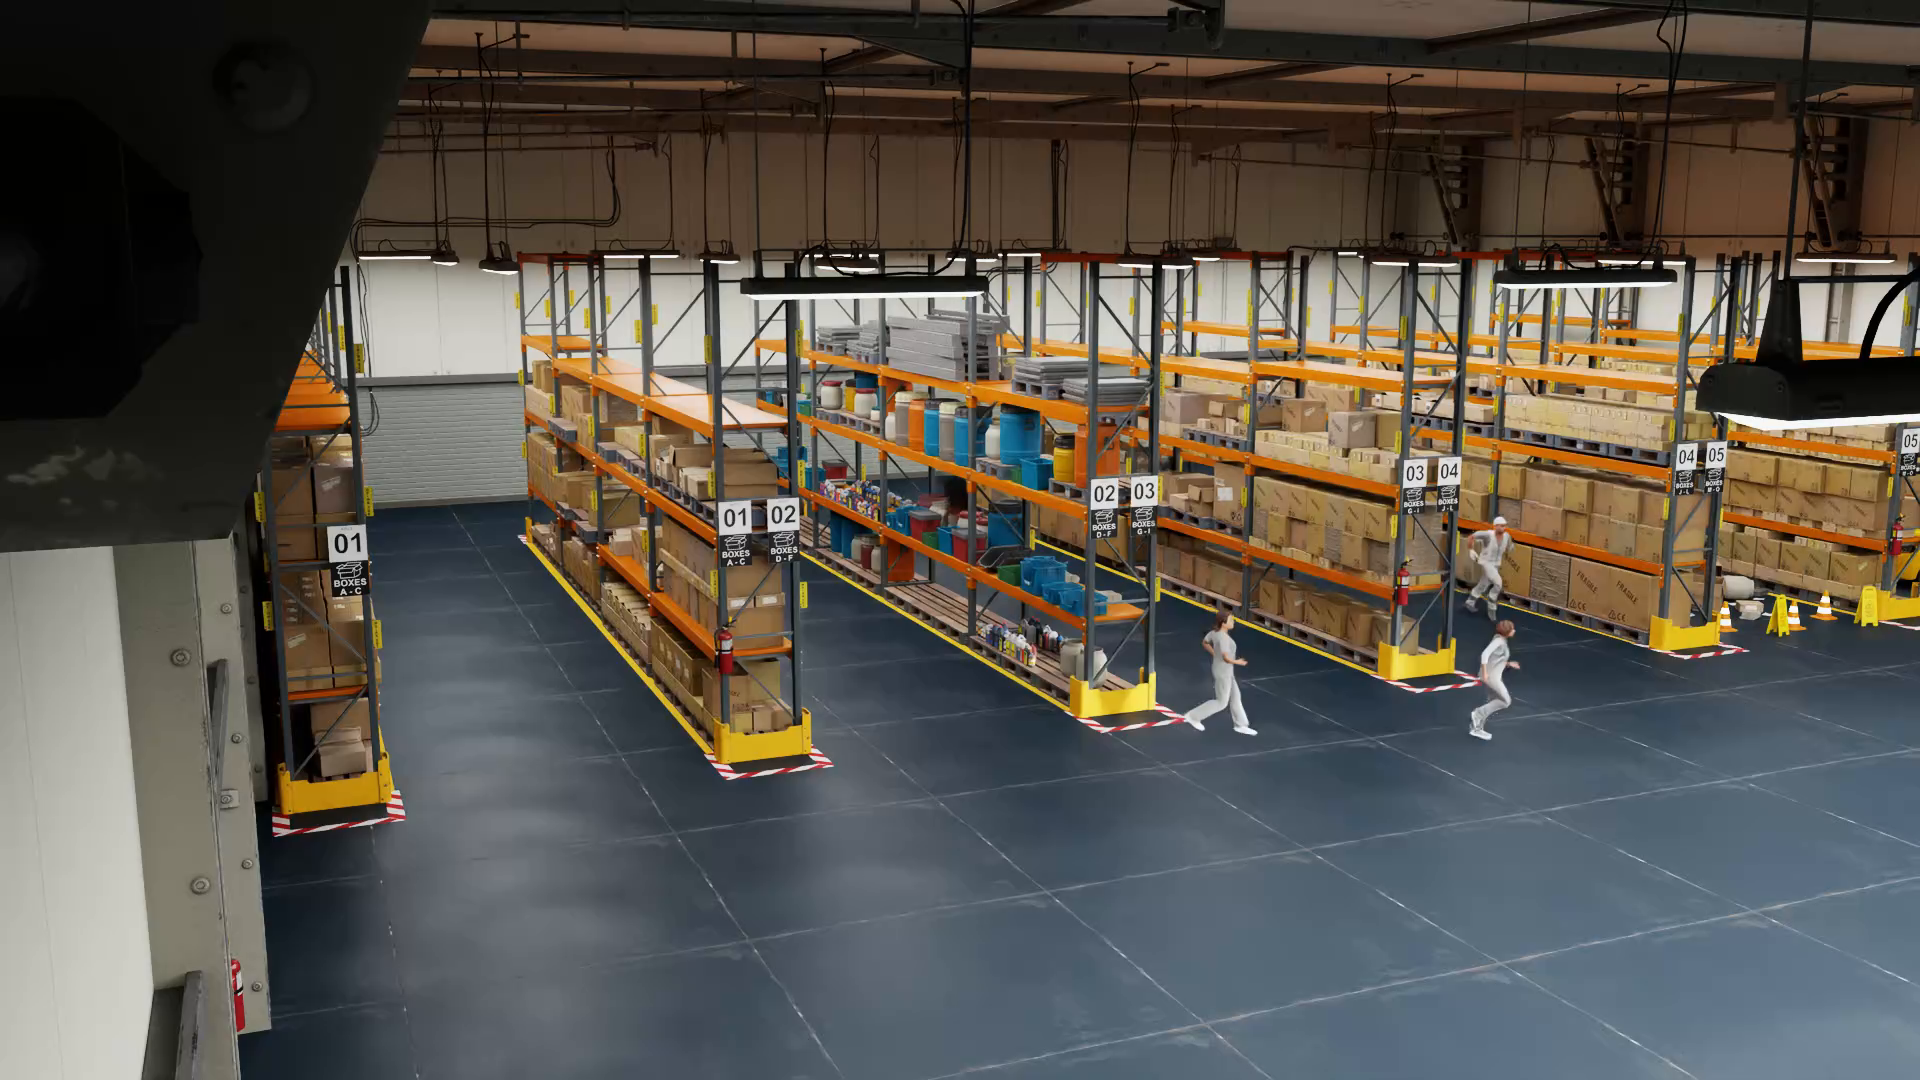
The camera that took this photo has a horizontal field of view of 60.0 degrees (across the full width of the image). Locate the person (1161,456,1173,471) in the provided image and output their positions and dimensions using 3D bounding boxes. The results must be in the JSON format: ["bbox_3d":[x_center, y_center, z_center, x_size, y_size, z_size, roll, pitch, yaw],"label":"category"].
[{"bbox_3d":[5.286,-2.048,41.780,0.620,1.625,0.647,3,11,16],"label":"person"}]

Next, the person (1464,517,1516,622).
[{"bbox_3d":[8.814,0.448,27.733,0.646,1.763,0.953,-6,12,-29],"label":"person"}]

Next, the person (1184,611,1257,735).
[{"bbox_3d":[3.334,1.710,21.104,0.988,1.665,0.576,-1,10,-5],"label":"person"}]

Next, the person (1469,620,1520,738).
[{"bbox_3d":[6.802,1.761,21.122,0.588,1.540,0.511,2,11,11],"label":"person"}]
